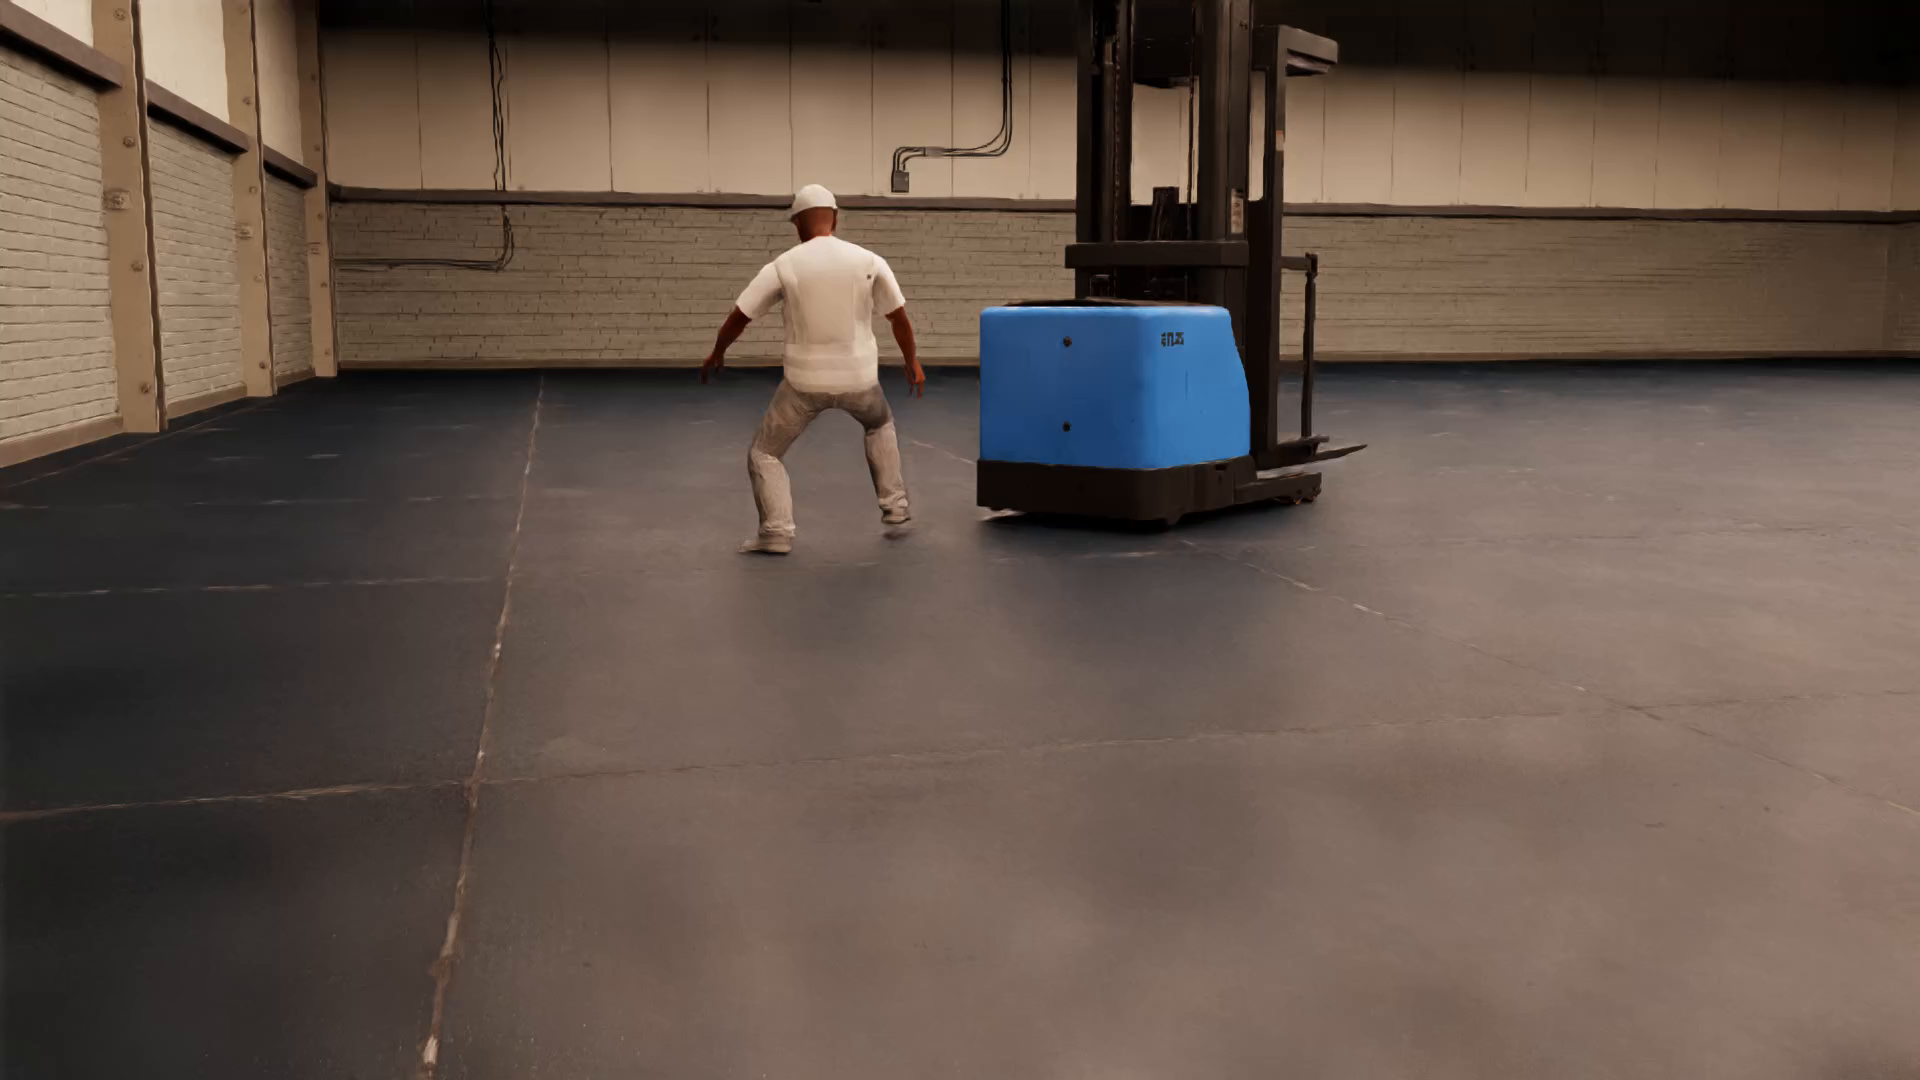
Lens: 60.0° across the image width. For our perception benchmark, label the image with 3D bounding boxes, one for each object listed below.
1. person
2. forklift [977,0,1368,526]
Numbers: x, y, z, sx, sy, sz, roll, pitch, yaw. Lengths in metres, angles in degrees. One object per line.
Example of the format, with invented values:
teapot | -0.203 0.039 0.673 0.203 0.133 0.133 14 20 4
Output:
person | -0.650 -0.779 7.522 1.021 1.631 0.702 -2 8 -12
forklift | 1.364 -1.681 9.141 1.130 2.935 3.031 6 10 36
